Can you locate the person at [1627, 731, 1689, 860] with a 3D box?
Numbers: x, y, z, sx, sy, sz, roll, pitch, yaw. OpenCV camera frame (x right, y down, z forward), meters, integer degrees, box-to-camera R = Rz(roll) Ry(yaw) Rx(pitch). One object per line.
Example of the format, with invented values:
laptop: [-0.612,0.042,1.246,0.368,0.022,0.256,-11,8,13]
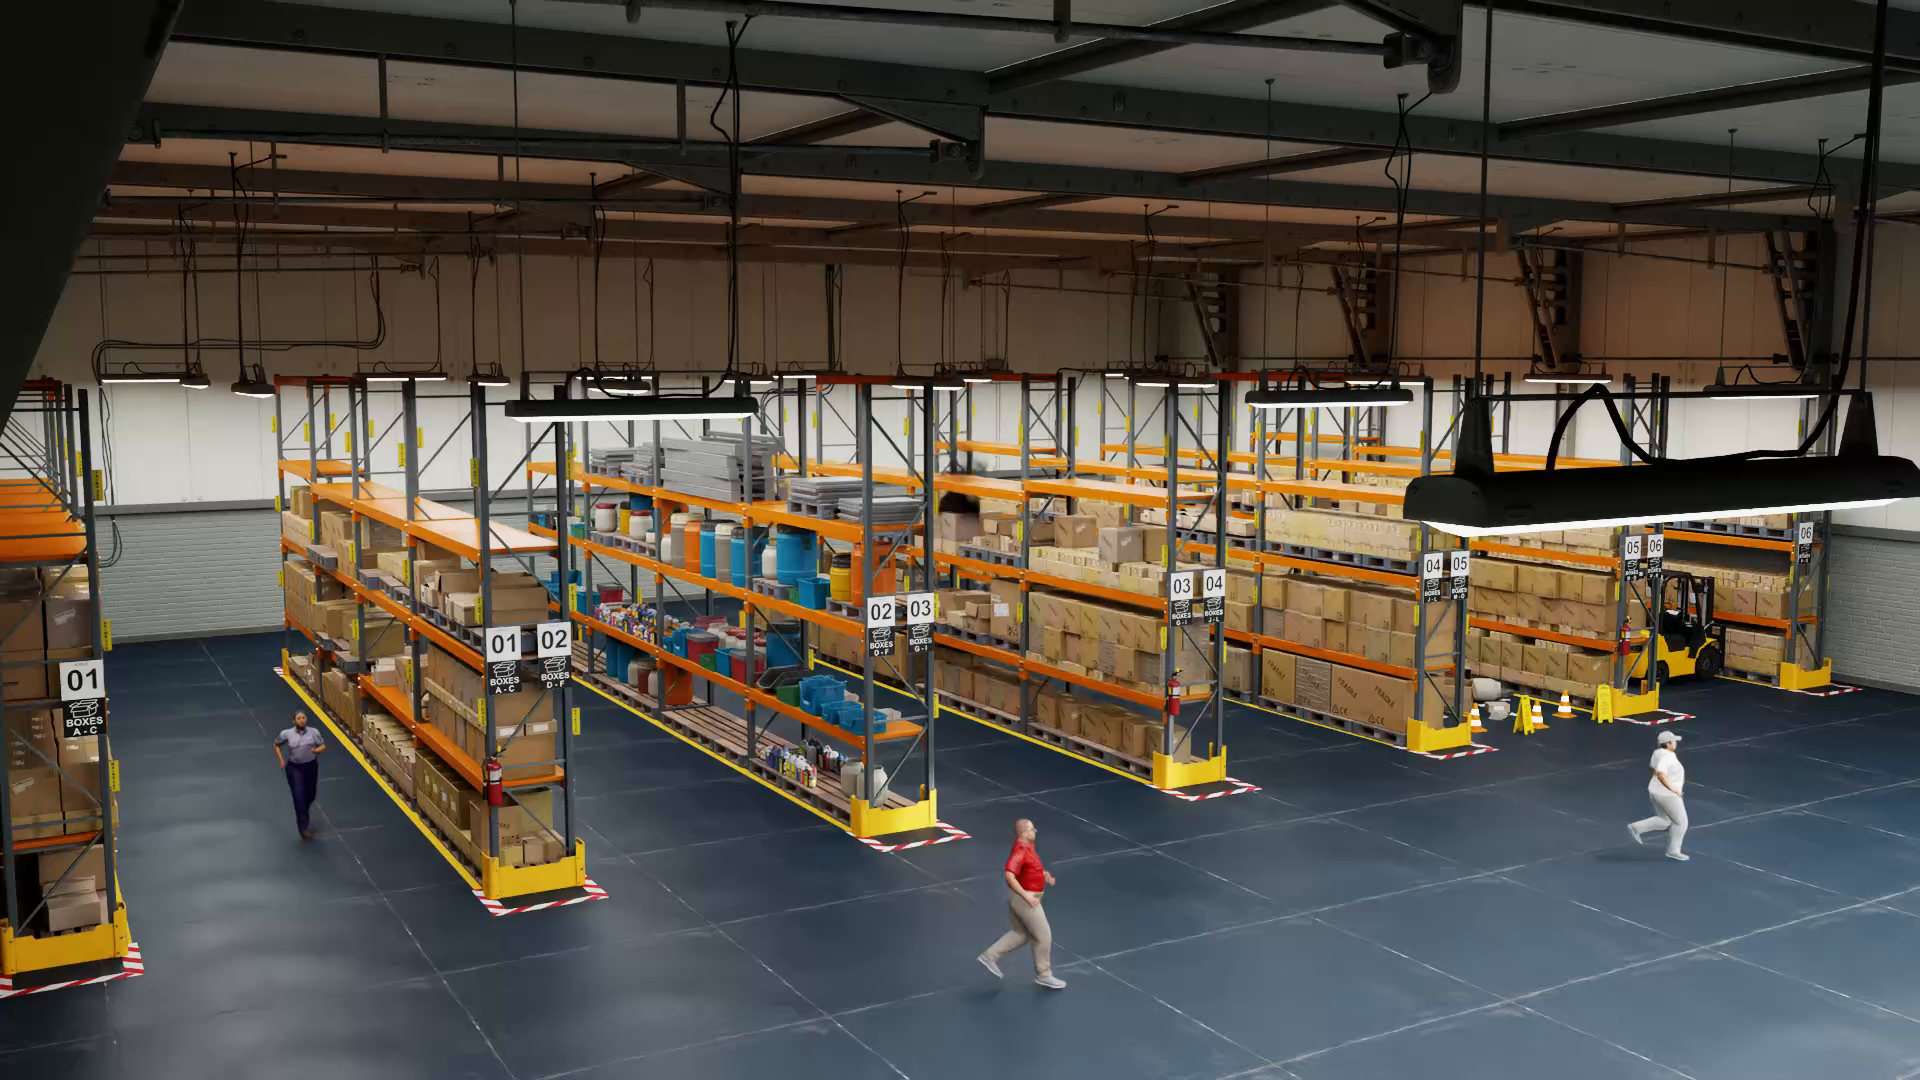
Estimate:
person: [8.885,3.235,21.055,0.745,1.651,0.607,0,6,4]

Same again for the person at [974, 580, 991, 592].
person: [0.573,0.853,42.334,0.764,1.693,0.782,5,8,39]

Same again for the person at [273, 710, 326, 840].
person: [-8.767,3.074,22.160,0.603,1.643,0.940,-5,8,-38]

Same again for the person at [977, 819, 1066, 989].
person: [0.626,3.653,16.701,0.895,1.730,0.668,-1,6,-6]
